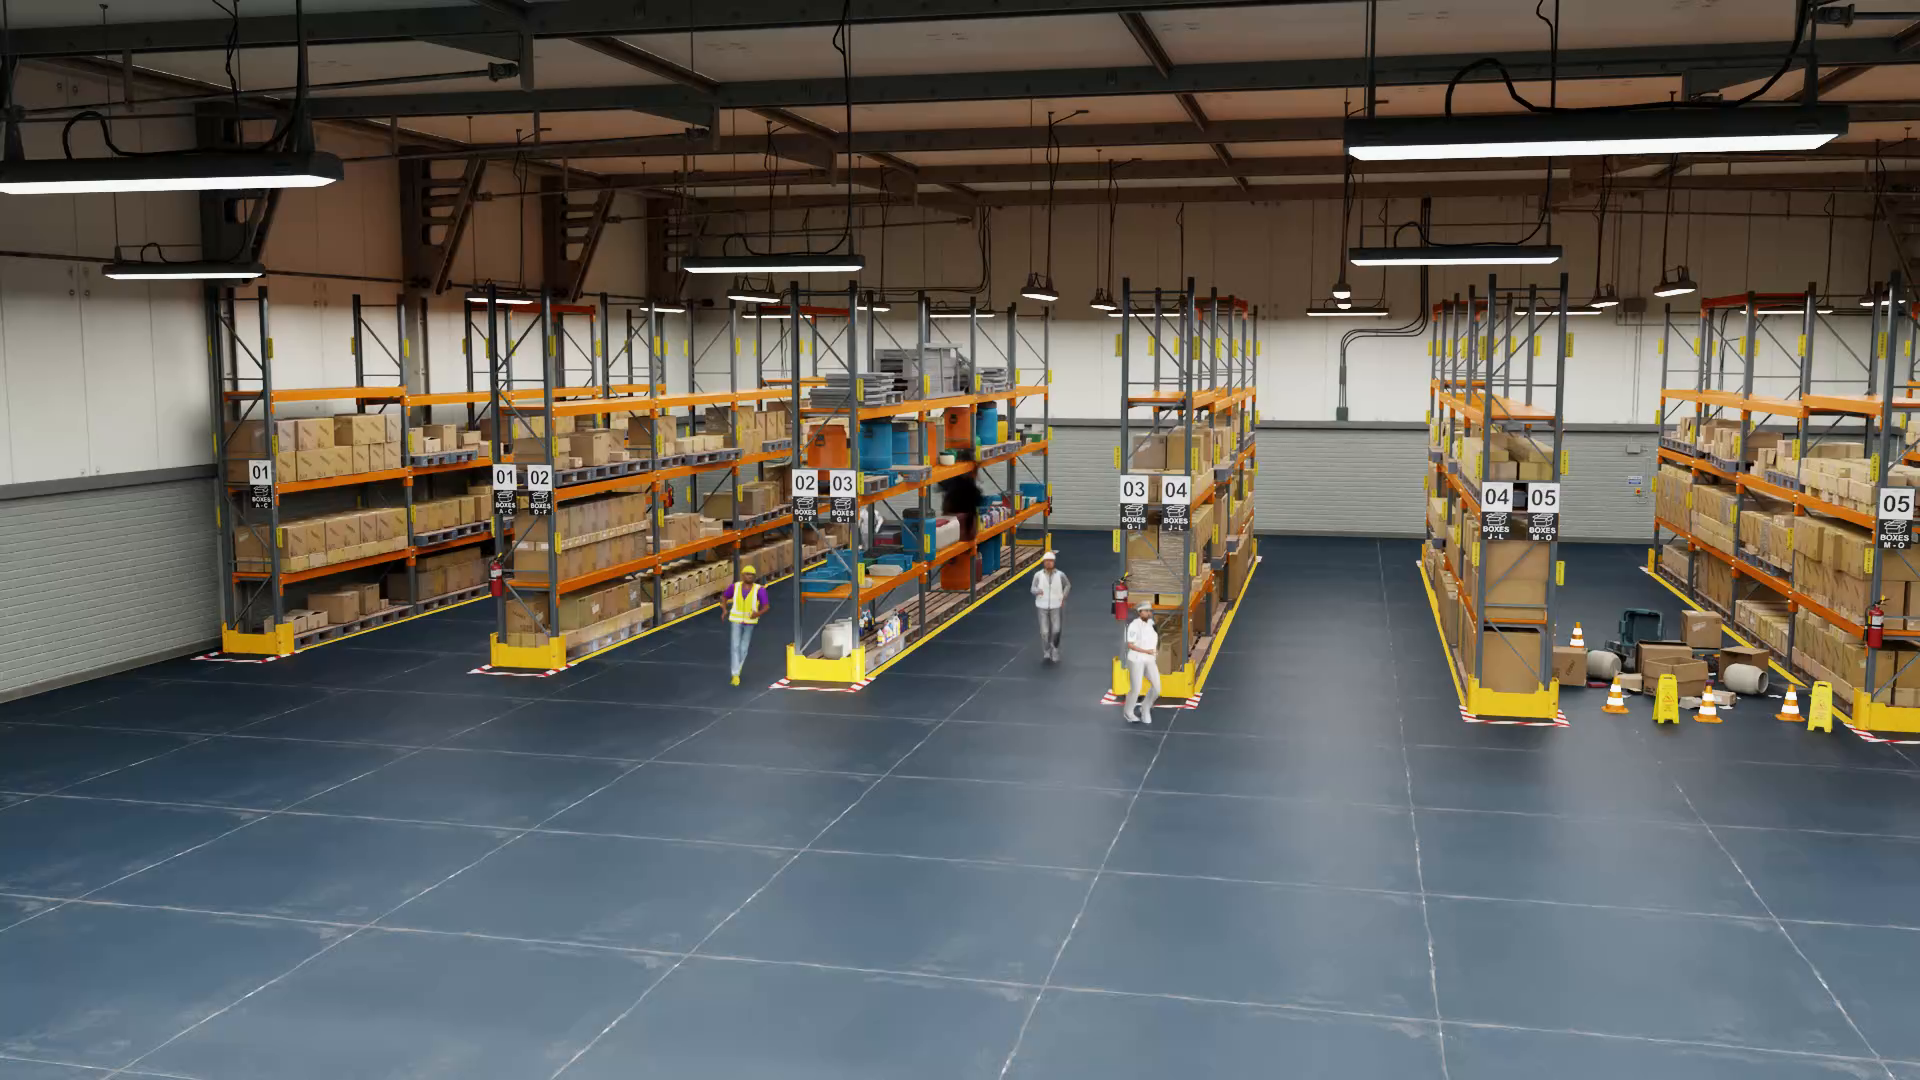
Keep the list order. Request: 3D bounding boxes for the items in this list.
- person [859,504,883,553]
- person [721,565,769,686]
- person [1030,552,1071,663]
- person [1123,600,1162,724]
[{"bbox_3d":[-2.054,-0.110,37.337,0.594,1.700,0.638,1,7,6],"label":"person"},{"bbox_3d":[-3.244,1.255,25.139,0.726,1.762,0.841,-1,7,-9],"label":"person"},{"bbox_3d":[1.442,1.086,26.578,0.641,1.779,0.658,1,7,5],"label":"person"},{"bbox_3d":[2.473,1.640,22.192,0.596,1.717,0.683,-4,8,-31],"label":"person"}]
